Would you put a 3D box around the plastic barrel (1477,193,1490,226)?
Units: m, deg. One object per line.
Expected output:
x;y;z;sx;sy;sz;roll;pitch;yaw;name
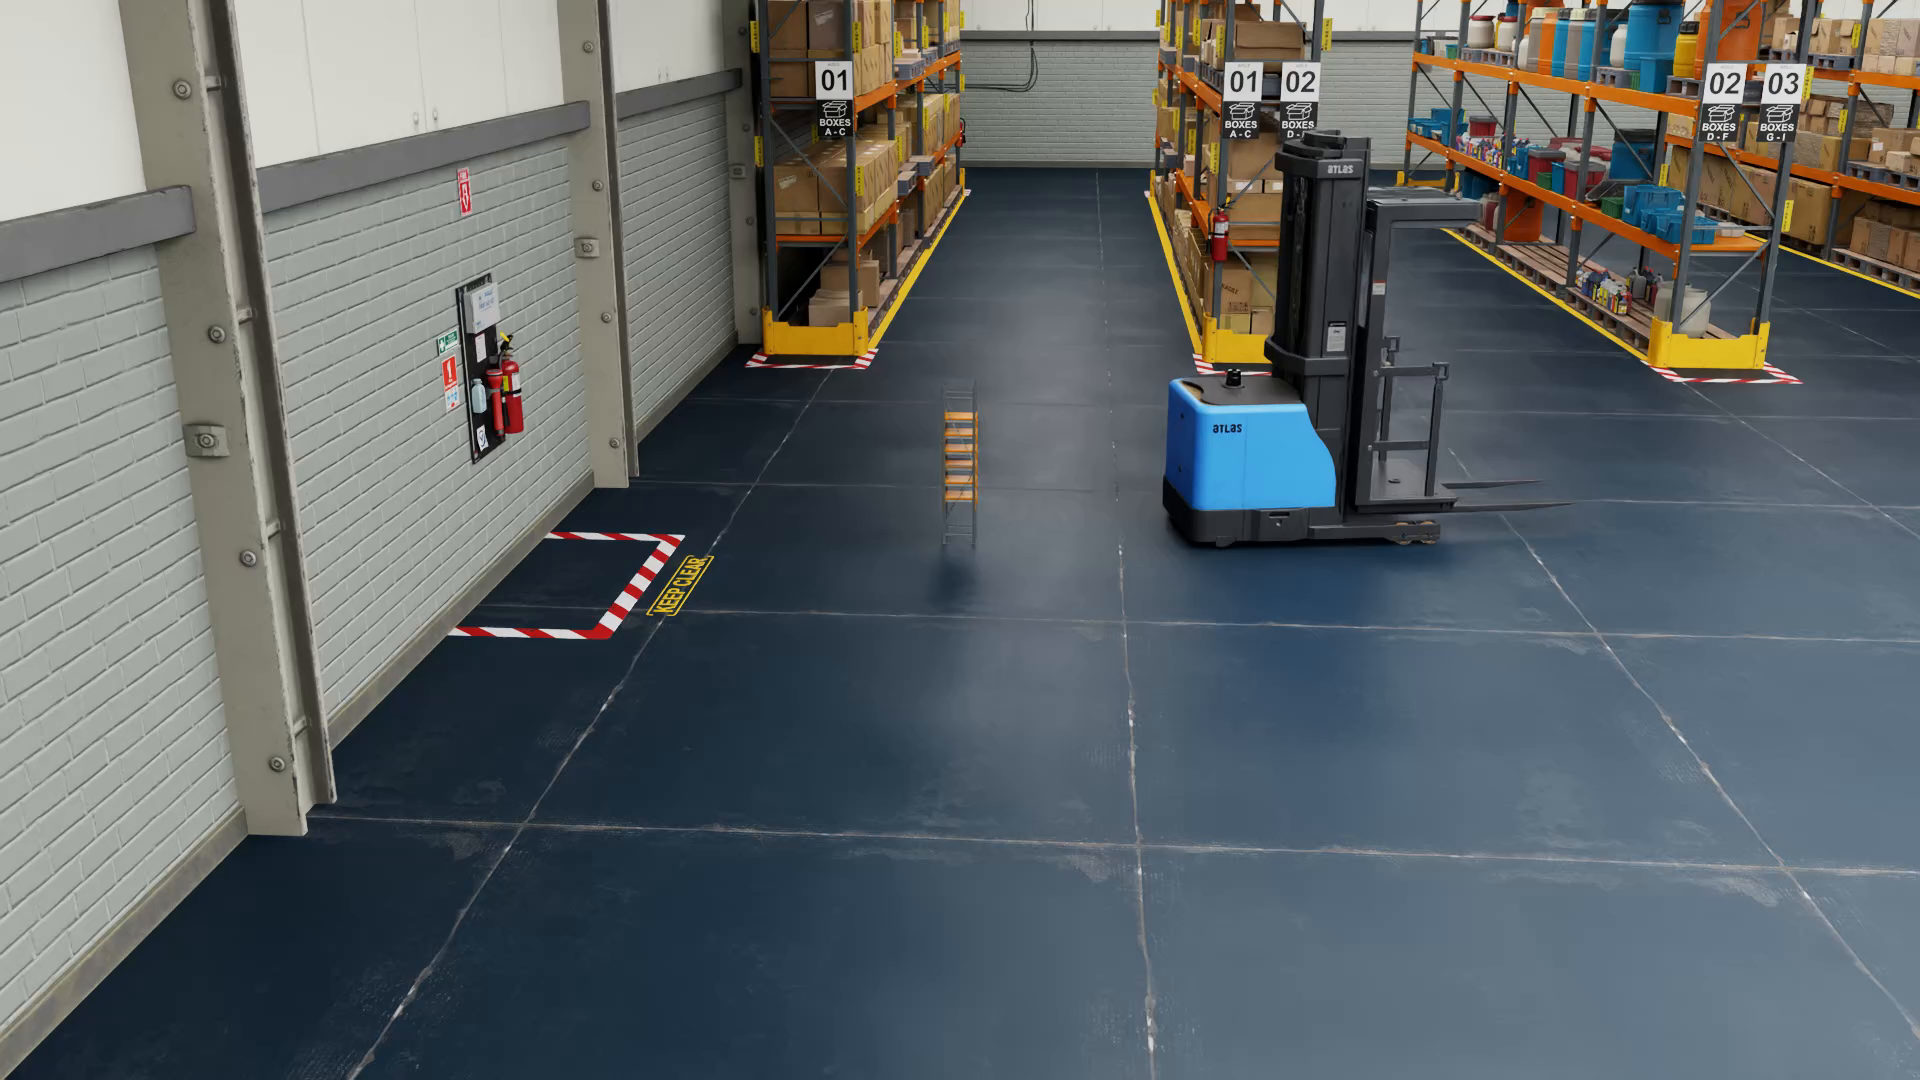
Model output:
8.858;-5.509;27.739;0.421;0.512;0.421;0;18;0;plastic barrel

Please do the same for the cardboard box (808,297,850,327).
-1.508;-2.692;19.432;0.500;0.311;0.500;-1;18;-2;cardboard box

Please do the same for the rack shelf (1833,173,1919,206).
13.605;-4.737;23.219;1.077;0.370;4.000;1;18;4;rack shelf

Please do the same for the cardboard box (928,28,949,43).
-0.475;-9.084;29.919;0.500;0.250;0.500;1;18;4;cardboard box

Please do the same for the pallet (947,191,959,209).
-0.570;-6.564;32.115;1.003;0.211;1.213;1;18;4;pallet

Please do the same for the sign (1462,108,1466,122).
9.931;-8.366;32.875;0.100;0.325;0.005;1;18;4;sign

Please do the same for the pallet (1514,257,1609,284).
8.623;-3.868;23.889;1.003;0.211;1.213;1;18;4;pallet

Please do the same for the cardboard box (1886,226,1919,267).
13.659;-4.164;23.622;0.700;0.500;0.500;3;18;9;cardboard box

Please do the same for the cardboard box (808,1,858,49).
-1.378;-5.619;18.139;0.500;0.500;0.500;0;18;0;cardboard box

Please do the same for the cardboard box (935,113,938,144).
-0.640;-7.009;28.327;0.500;0.500;0.500;1;18;4;cardboard box

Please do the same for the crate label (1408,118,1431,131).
9.035;-8.175;32.728;0.416;0.233;0.303;1;18;4;crate label

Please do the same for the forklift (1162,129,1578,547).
3.138;-1.518;12.350;3.031;2.935;1.130;-2;18;-6;forklift

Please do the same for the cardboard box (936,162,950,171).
-0.387;-7.089;31.538;0.380;0.149;0.250;1;18;2;cardboard box

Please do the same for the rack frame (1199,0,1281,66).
3.581;-7.531;20.956;1.000;3.000;0.127;1;18;4;rack frame

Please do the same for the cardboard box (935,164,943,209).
-0.704;-6.248;29.451;0.750;0.750;0.750;1;18;5;cardboard box

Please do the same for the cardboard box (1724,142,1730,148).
13.748;-7.006;29.389;0.380;0.149;0.250;2;18;5;cardboard box

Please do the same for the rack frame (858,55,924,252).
-1.074;-6.032;26.015;1.000;3.000;0.127;1;18;4;rack frame

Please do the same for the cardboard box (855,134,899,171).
-1.243;-5.377;23.149;0.700;0.500;0.500;3;18;10;cardboard box

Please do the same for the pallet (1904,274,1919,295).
13.516;-3.375;22.384;1.003;0.211;1.213;1;18;4;pallet

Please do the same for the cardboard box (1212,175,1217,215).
3.484;-4.270;20.477;0.700;0.500;0.500;2;18;5;cardboard box

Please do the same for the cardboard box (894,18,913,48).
-1.111;-8.032;26.433;0.700;0.500;0.500;0;18;1;cardboard box

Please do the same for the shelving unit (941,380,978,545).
-0.001;-0.566;12.222;0.258;1.200;0.189;1;18;4;shelving unit

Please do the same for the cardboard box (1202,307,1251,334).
3.038;-2.504;18.989;0.500;0.250;0.500;1;18;4;cardboard box

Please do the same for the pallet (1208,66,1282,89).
3.455;-5.420;19.473;1.003;0.211;1.213;1;18;4;pallet

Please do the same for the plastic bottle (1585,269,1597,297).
8.049;-3.278;21.156;0.144;0.351;0.185;2;18;5;plastic bottle

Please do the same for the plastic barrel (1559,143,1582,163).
8.947;-5.540;24.333;0.421;0.512;0.421;0;18;0;plastic barrel

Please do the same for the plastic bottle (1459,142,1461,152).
8.643;-6.777;28.607;0.097;0.201;0.097;0;18;0;plastic bottle

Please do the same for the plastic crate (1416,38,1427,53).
9.076;-9.546;32.130;0.497;0.269;0.590;1;18;4;plastic crate

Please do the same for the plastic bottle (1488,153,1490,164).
8.489;-6.110;26.572;0.097;0.201;0.097;0;18;0;plastic bottle

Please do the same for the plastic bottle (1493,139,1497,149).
9.263;-6.826;28.758;0.097;0.201;0.097;0;18;0;plastic bottle

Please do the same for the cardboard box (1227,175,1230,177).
3.149;-3.998;18.605;0.380;0.149;0.250;2;18;5;cardboard box

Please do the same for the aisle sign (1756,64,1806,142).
8.521;-4.533;17.264;0.394;0.787;0.004;1;18;4;aisle sign

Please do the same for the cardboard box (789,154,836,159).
-1.747;-4.310;19.764;0.500;0.500;0.500;1;18;2;cardboard box

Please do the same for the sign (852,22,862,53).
-1.106;-5.376;17.792;0.100;0.325;0.005;1;18;4;sign

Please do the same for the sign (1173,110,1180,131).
3.325;-6.444;25.541;0.100;0.325;0.005;1;18;4;sign

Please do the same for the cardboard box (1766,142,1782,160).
13.681;-6.541;27.409;0.500;0.500;0.500;1;18;3;cardboard box

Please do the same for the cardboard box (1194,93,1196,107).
4.505;-7.988;30.218;0.500;0.500;0.500;1;18;2;cardboard box

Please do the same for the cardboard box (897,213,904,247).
-1.226;-4.671;25.169;0.700;0.500;0.500;1;18;4;cardboard box

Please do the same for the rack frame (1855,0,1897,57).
13.748;-8.551;24.068;1.000;3.000;0.127;1;18;4;rack frame

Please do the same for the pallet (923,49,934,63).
-1.003;-7.916;27.251;1.003;0.211;1.213;2;18;6;pallet

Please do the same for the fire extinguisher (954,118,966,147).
-0.029;-8.339;33.779;0.296;0.674;0.183;1;18;4;fire extinguisher

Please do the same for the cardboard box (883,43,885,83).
-1.199;-5.953;20.764;0.500;0.500;0.500;0;18;-1;cardboard box

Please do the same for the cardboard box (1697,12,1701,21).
14.177;-9.570;31.000;0.700;0.500;0.500;1;18;2;cardboard box

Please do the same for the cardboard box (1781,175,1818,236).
13.890;-5.381;26.765;1.225;0.875;0.875;1;18;4;cardboard box

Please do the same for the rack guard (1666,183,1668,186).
14.323;-7.005;32.997;1.175;0.500;0.348;1;18;4;rack guard

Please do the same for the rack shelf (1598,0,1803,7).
8.378;-6.266;18.893;1.077;0.370;4.000;1;18;4;rack shelf

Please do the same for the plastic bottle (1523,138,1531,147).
9.276;-6.395;27.201;0.144;0.351;0.185;1;18;4;plastic bottle

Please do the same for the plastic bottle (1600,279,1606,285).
8.062;-3.135;20.847;0.097;0.271;0.097;0;18;0;plastic bottle

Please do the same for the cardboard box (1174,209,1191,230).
3.537;-4.926;25.480;0.500;0.311;0.500;2;18;6;cardboard box

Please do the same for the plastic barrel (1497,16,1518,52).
8.785;-8.055;26.477;0.433;0.535;0.433;0;18;0;plastic barrel

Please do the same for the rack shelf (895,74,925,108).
-1.217;-6.495;23.764;1.077;0.370;4.000;1;18;4;rack shelf

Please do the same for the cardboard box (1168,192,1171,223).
3.769;-5.563;27.893;0.500;0.500;0.500;1;18;2;cardboard box

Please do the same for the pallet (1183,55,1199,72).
3.908;-7.046;24.594;1.213;0.211;1.003;2;18;6;pallet

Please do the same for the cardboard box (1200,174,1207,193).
3.460;-4.894;22.756;0.396;0.266;0.258;1;18;3;cardboard box

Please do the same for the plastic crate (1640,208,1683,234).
8.024;-3.619;18.890;0.499;0.251;0.408;1;18;4;plastic crate
